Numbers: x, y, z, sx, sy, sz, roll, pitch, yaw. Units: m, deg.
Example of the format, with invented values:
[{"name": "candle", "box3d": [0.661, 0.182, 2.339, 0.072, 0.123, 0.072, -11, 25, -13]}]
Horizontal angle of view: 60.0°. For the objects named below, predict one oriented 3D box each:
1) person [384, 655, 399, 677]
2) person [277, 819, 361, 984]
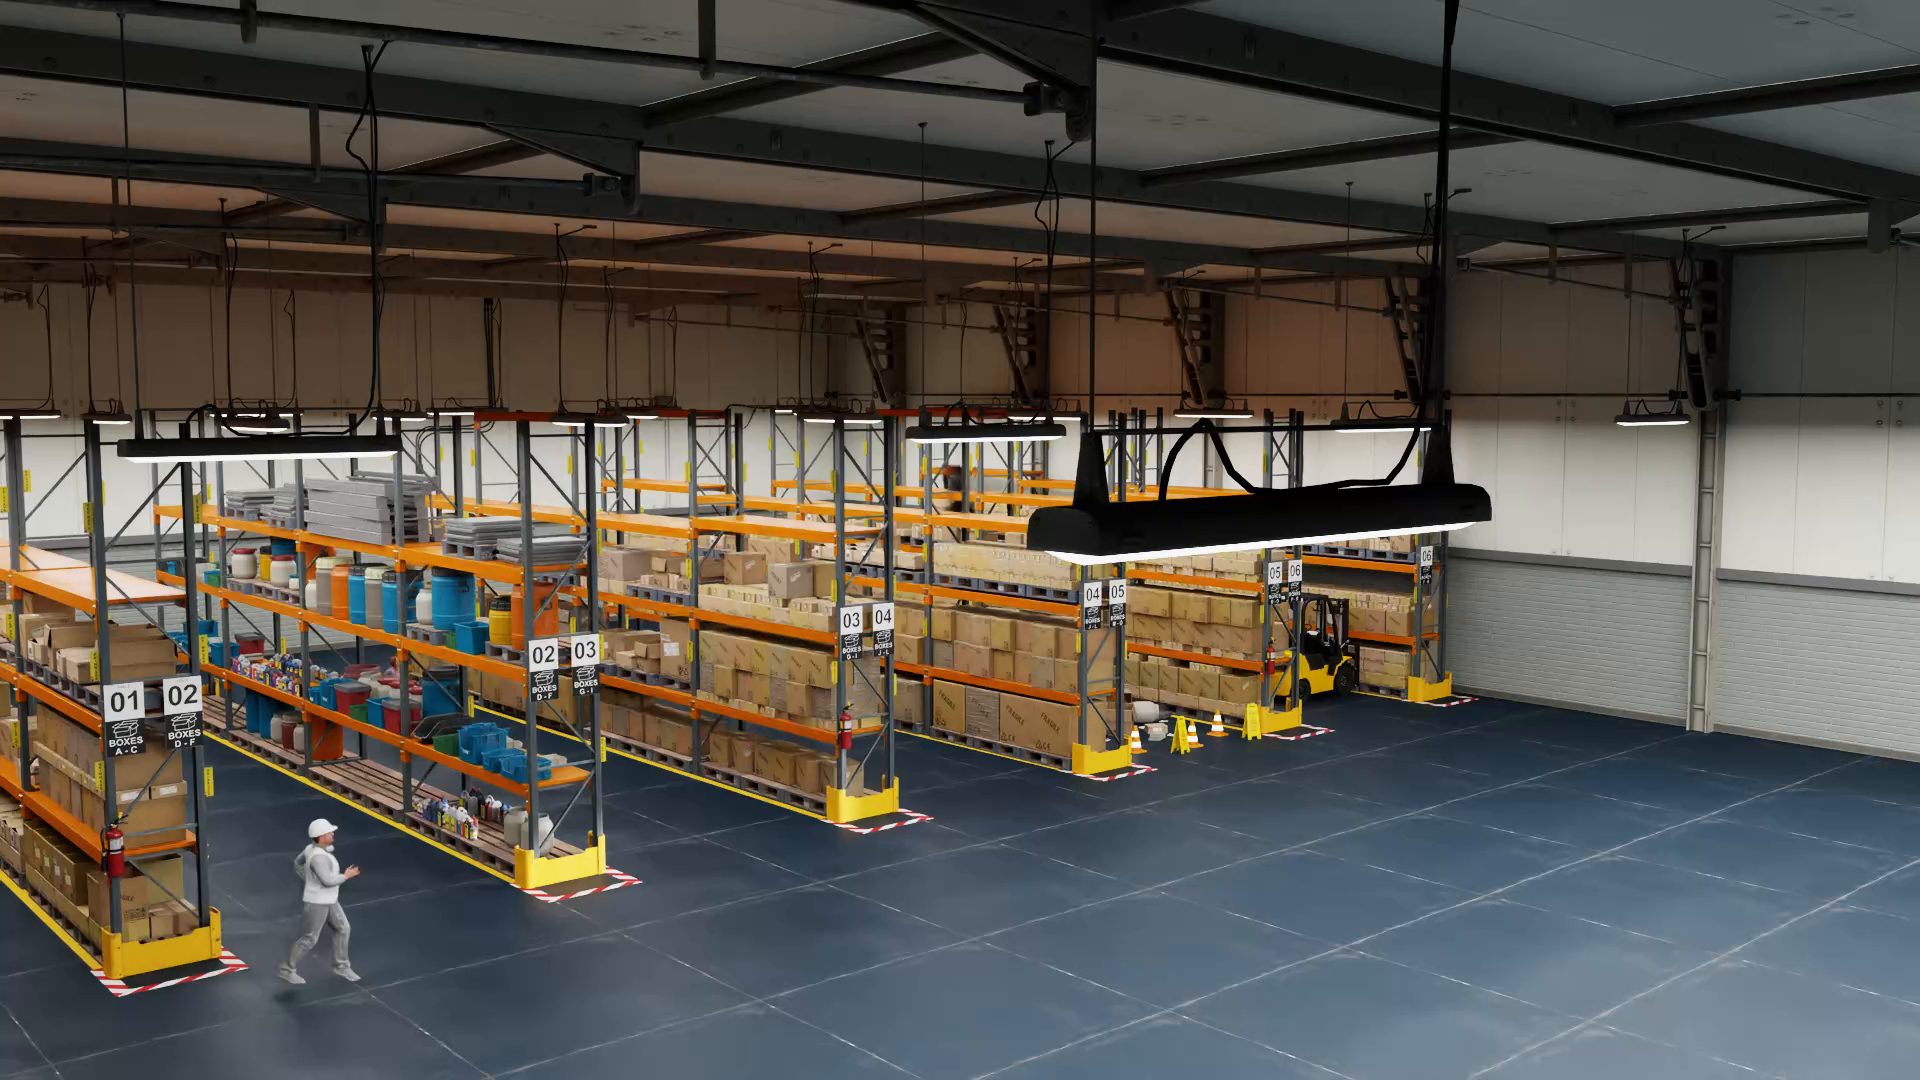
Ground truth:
[{"name": "person", "box3d": [-10.416, 2.885, 30.599, 0.530, 1.552, 0.520, 4, 6, 37]}, {"name": "person", "box3d": [-6.843, 3.880, 17.743, 0.868, 1.827, 0.608, -1, 5, -16]}]
